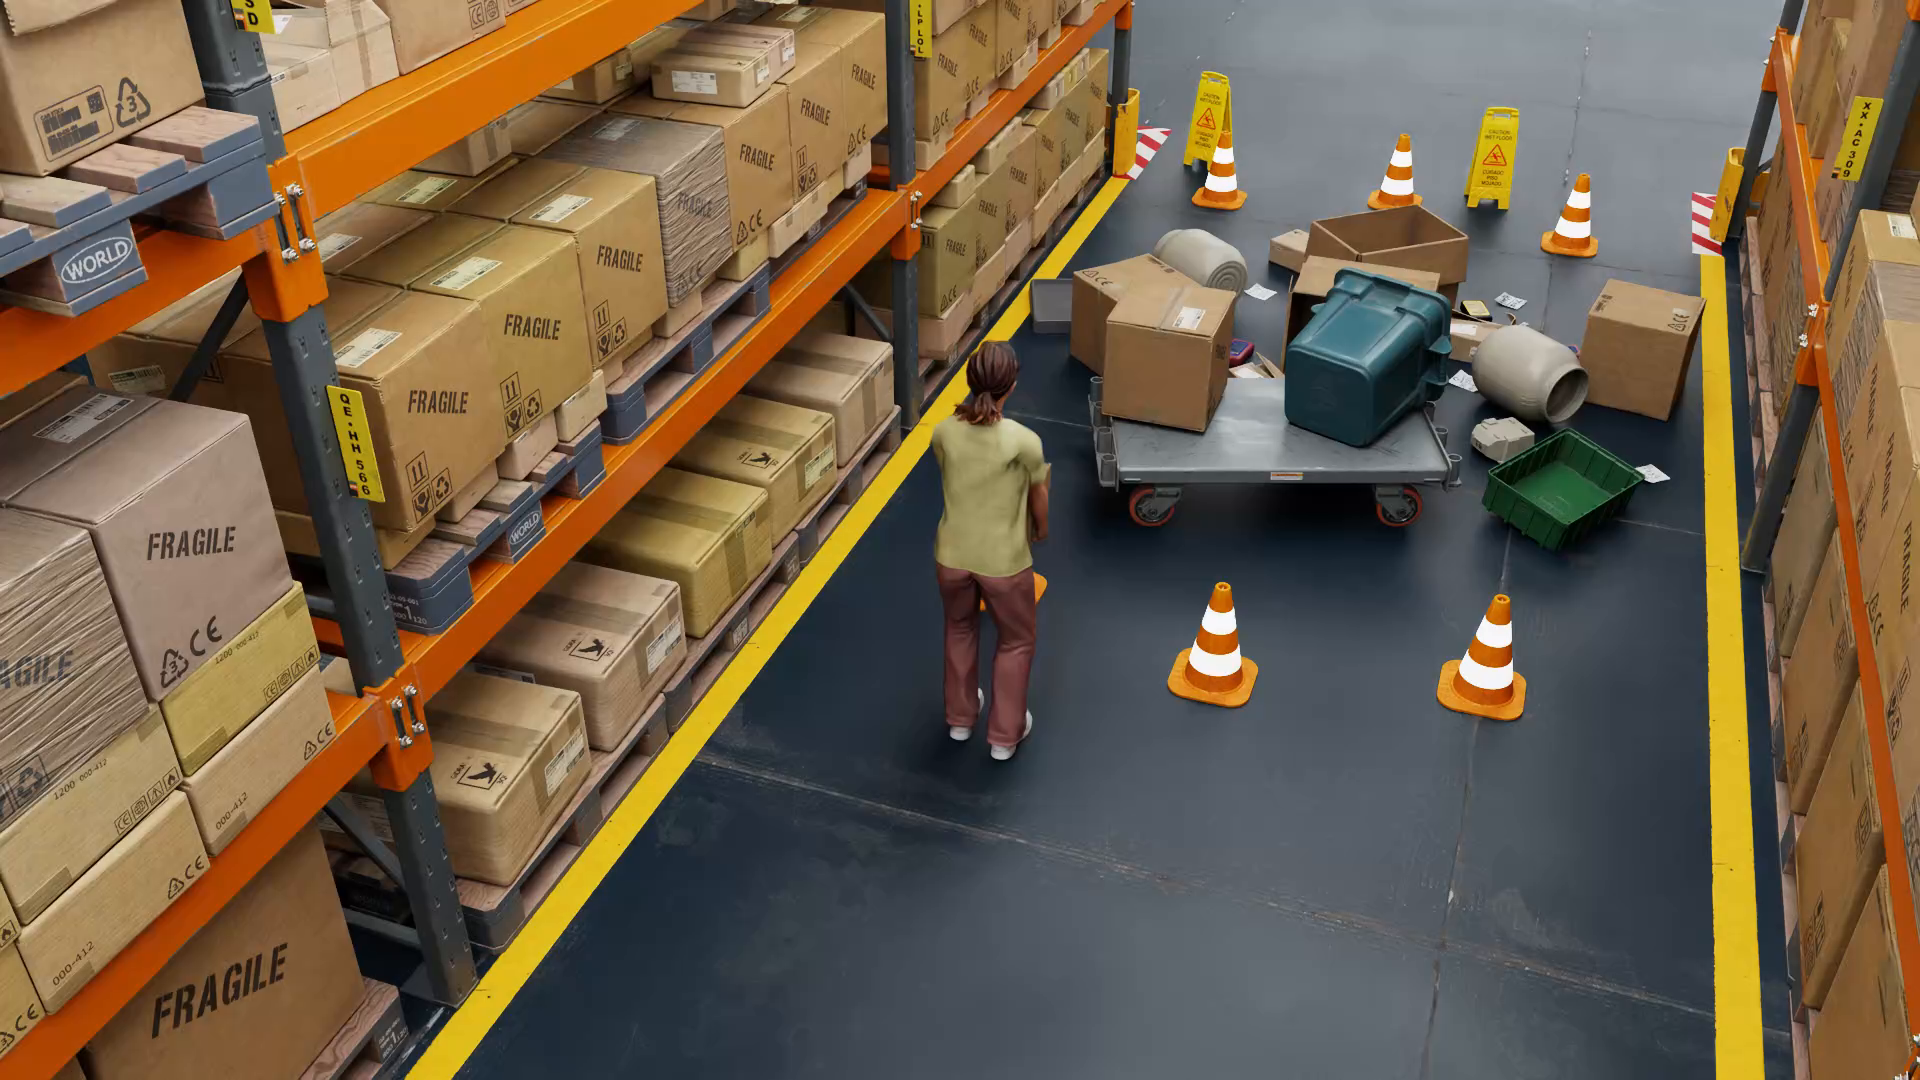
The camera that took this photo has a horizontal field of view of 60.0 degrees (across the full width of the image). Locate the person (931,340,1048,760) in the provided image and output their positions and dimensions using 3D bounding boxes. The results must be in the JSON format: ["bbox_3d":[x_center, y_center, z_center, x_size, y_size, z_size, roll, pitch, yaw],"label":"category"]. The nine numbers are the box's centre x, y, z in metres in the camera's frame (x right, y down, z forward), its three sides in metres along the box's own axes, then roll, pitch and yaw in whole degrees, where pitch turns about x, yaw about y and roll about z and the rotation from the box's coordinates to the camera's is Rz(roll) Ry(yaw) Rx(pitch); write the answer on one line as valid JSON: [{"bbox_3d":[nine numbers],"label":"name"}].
[{"bbox_3d":[0.109,0.027,6.126,0.409,1.654,0.519,11,35,16],"label":"person"}]
